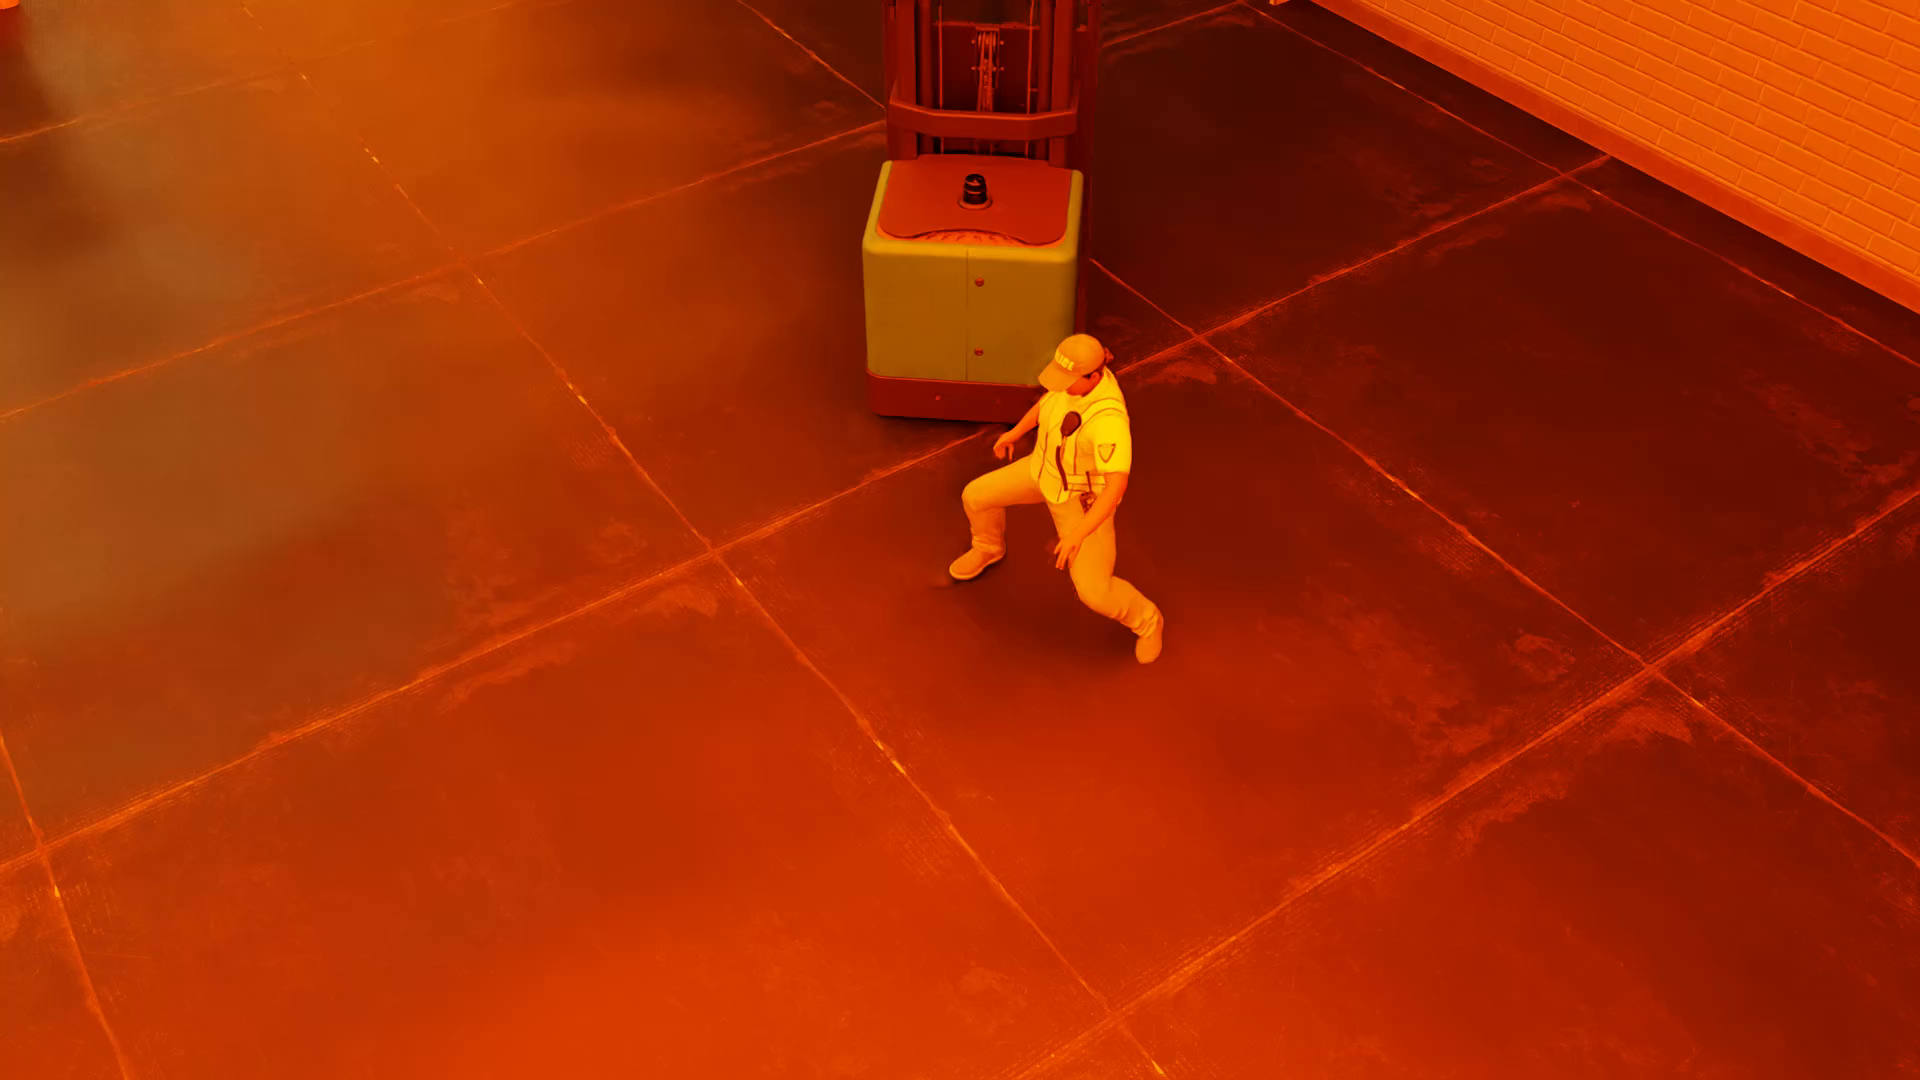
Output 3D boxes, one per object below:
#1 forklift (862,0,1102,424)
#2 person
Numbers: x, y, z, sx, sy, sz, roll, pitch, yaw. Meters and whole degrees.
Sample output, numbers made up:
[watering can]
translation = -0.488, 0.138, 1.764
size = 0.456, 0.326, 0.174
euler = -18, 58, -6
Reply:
[forklift]
translation = 0.183, -2.651, 8.592
size = 1.130, 2.935, 3.031
euler = 4, 43, 4
[person]
translation = 0.454, -0.214, 7.032
size = 0.785, 1.541, 0.928
euler = -16, 45, -16
